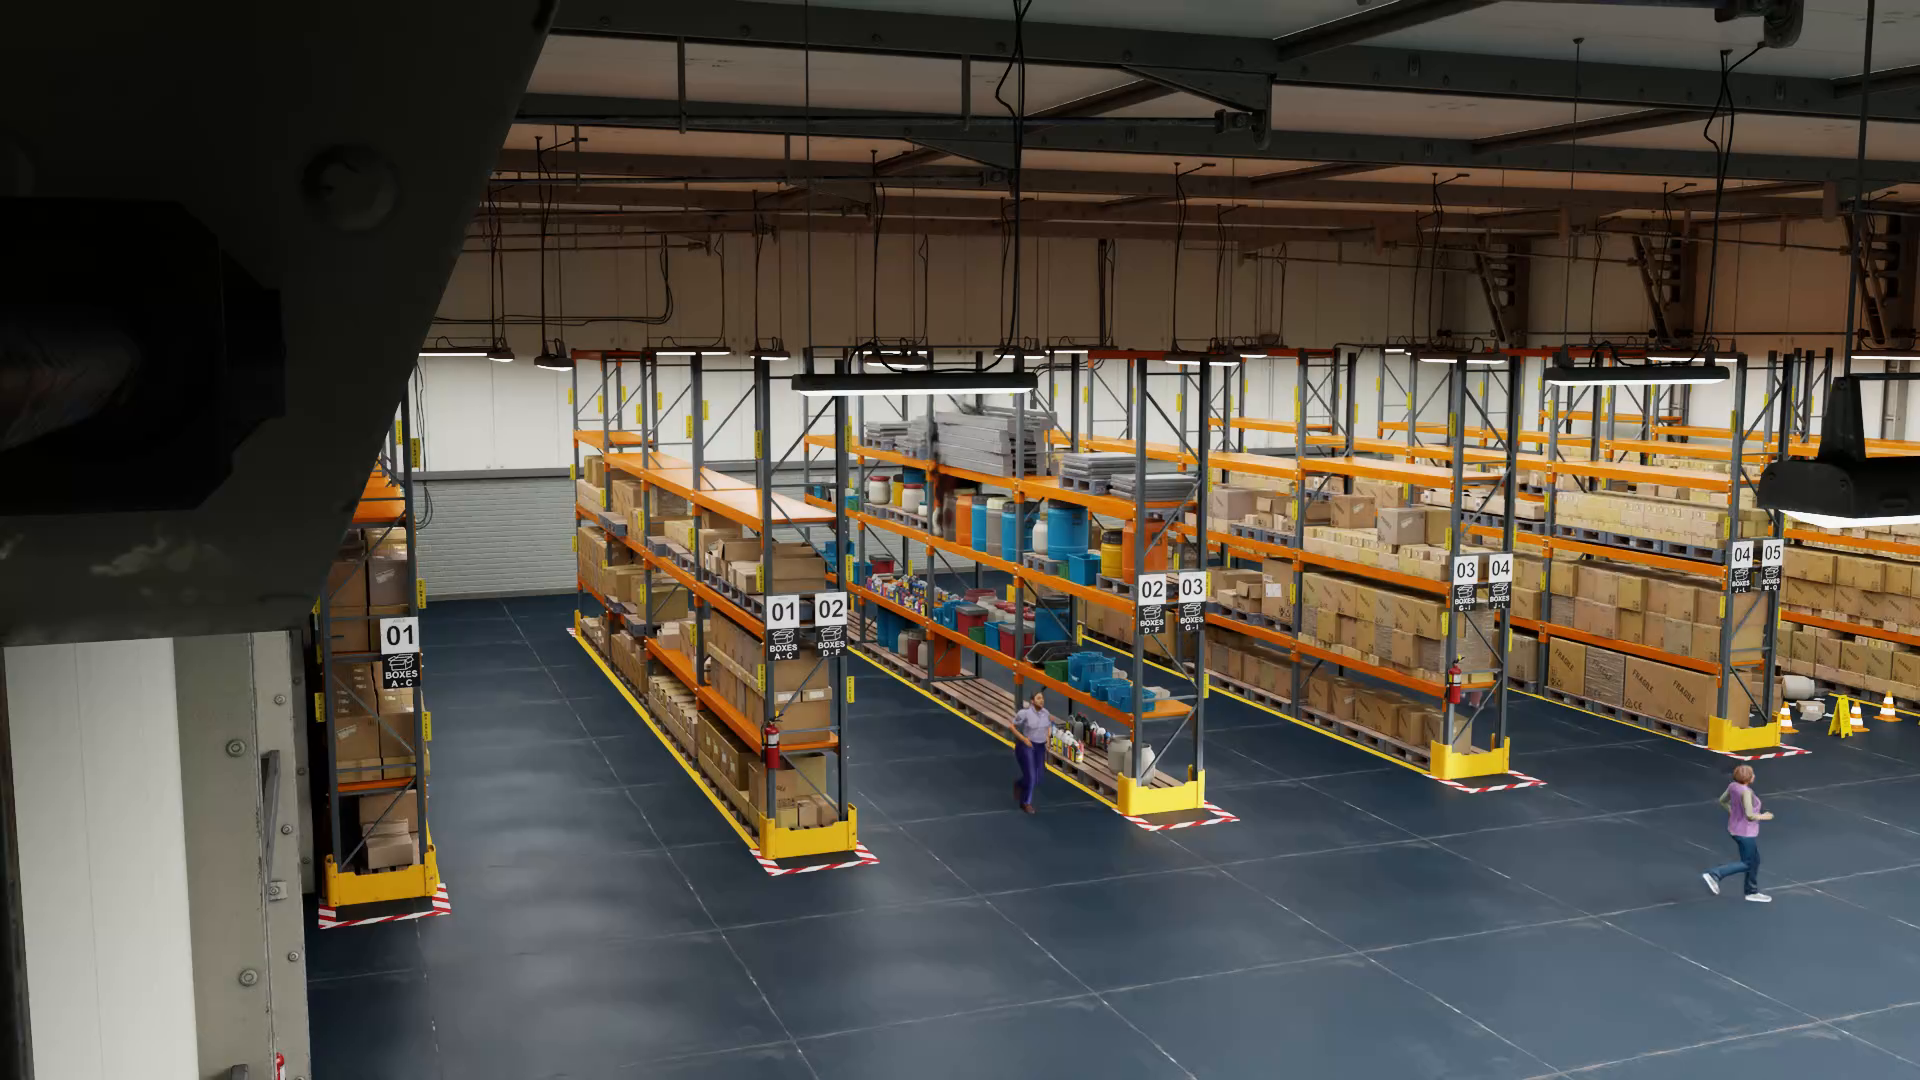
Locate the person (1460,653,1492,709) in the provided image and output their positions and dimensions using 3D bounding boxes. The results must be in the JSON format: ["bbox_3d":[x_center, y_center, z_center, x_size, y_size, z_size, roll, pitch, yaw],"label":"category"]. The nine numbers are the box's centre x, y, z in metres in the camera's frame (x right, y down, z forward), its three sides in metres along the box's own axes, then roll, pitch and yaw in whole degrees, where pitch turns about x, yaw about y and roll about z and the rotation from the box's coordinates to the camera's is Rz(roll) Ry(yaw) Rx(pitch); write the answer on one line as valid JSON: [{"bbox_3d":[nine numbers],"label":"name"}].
[{"bbox_3d":[8.725,2.035,28.196,0.582,1.629,0.561,-4,8,-30],"label":"person"}]

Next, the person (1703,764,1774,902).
[{"bbox_3d":[8.672,3.260,18.502,0.781,1.564,0.549,0,7,4],"label":"person"}]

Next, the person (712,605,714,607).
[{"bbox_3d":[-4.699,1.368,33.405,0.579,1.708,0.712,-5,8,-33],"label":"person"}]

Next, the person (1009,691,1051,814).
[{"bbox_3d":[0.945,2.806,22.261,0.644,1.598,0.625,-4,8,-29],"label":"person"}]
